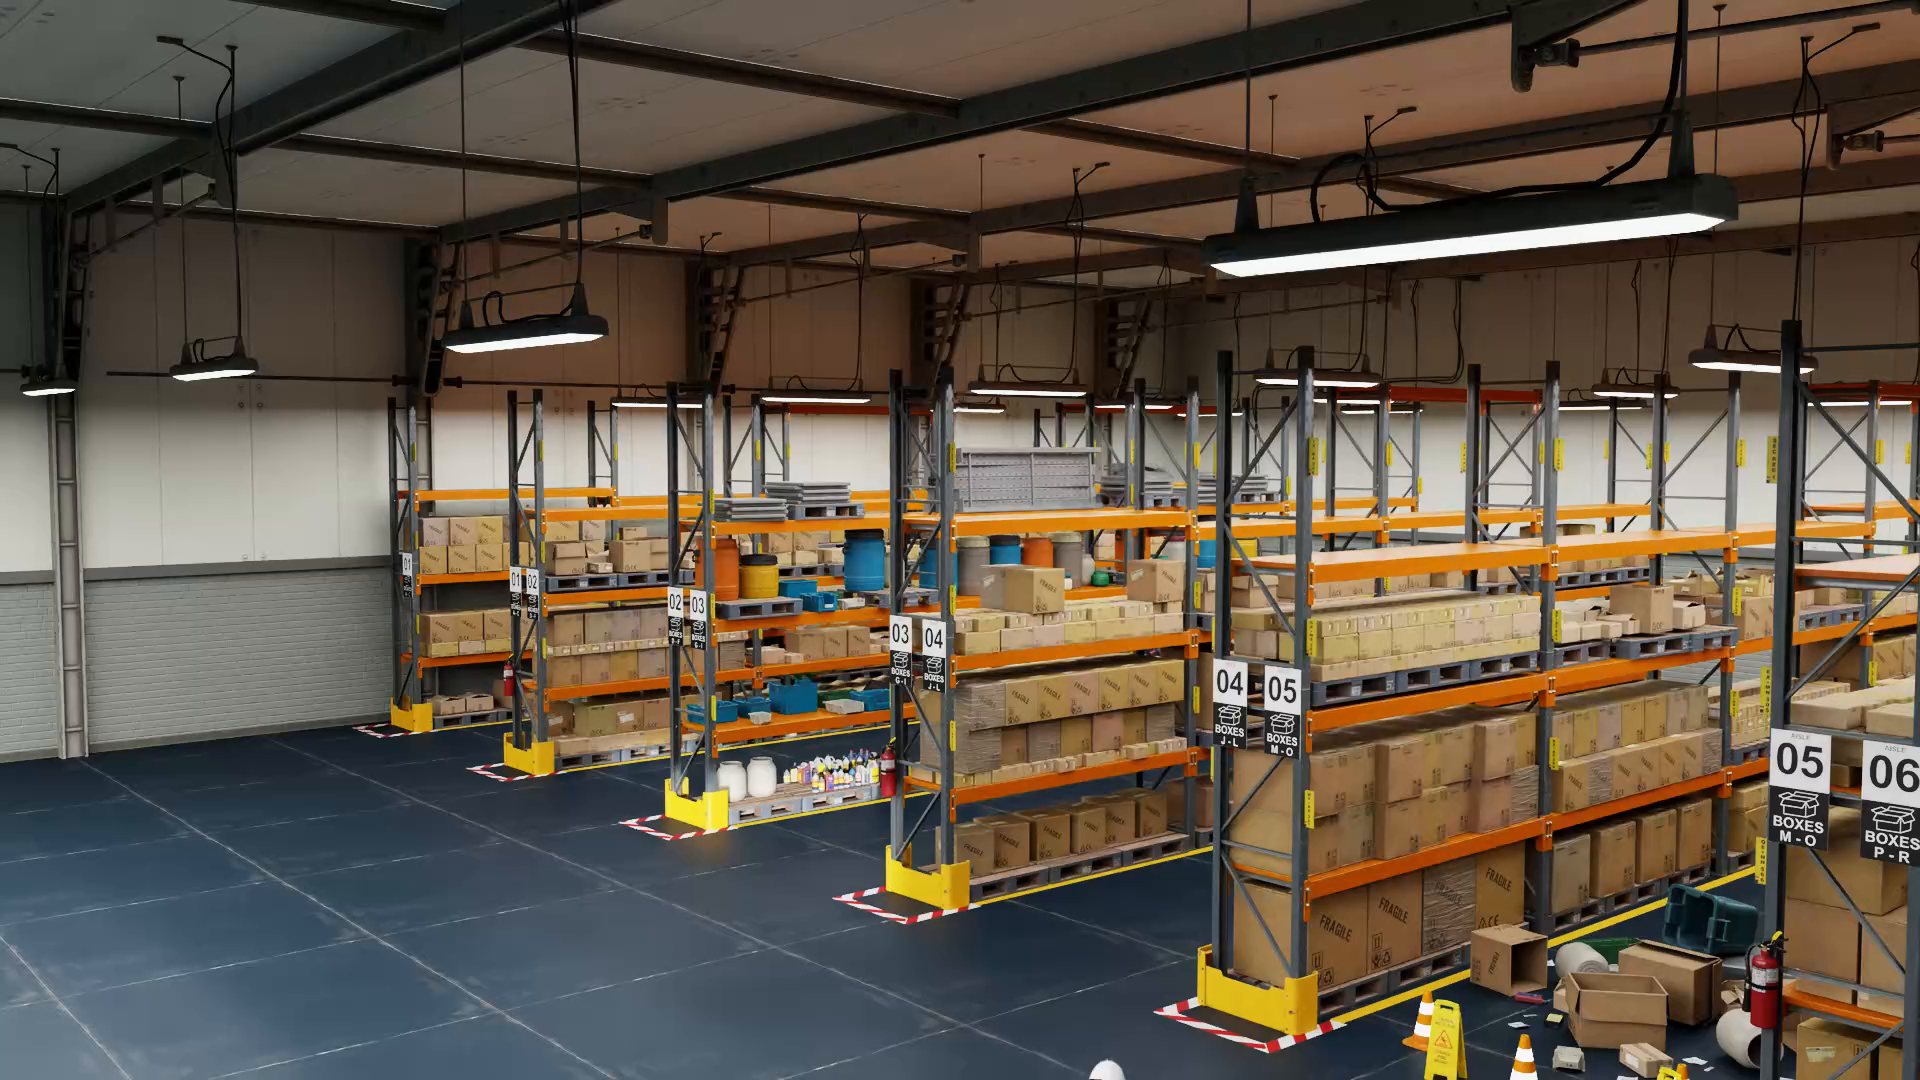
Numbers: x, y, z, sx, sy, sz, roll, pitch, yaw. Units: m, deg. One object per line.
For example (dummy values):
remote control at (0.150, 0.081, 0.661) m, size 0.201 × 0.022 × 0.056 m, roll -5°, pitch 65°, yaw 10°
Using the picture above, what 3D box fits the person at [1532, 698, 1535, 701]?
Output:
person at (7.838, 2.997, 22.571) m, size 0.831 × 1.721 × 0.576 m, roll -3°, pitch 5°, yaw -43°

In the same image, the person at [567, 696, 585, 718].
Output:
person at (-6.699, 2.594, 29.050) m, size 0.694 × 1.715 × 0.650 m, roll 3°, pitch 5°, yaw 44°

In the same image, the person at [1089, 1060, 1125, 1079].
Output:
person at (0.833, 3.764, 9.333) m, size 0.736 × 1.727 × 0.613 m, roll 0°, pitch 3°, yaw 7°

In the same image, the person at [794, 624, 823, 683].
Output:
person at (-2.973, 2.139, 31.695) m, size 0.845 × 1.782 × 0.657 m, roll -3°, pitch 4°, yaw -41°
